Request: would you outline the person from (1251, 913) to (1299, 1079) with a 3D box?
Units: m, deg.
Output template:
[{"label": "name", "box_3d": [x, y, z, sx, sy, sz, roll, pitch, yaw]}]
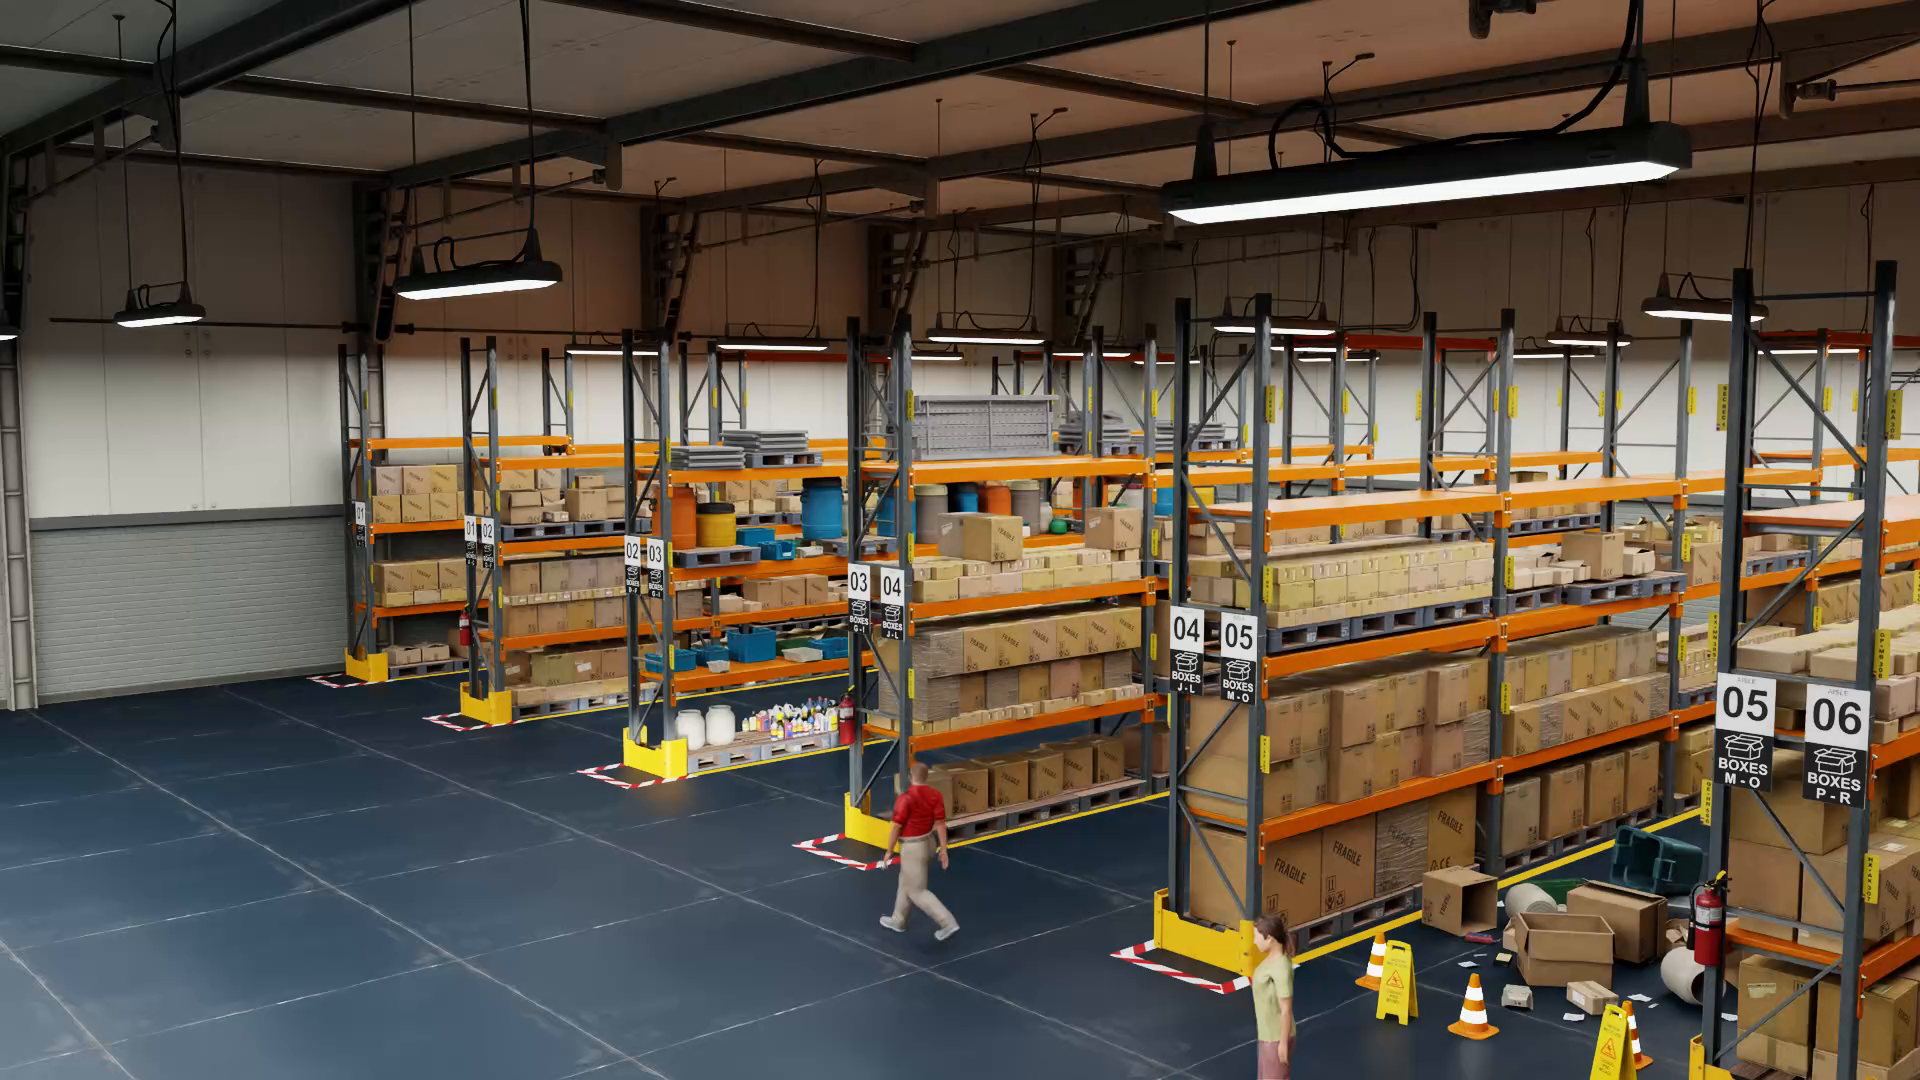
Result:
[{"label": "person", "box_3d": [2.066, 3.329, 11.143, 0.402, 1.676, 0.513, 1, 5, 6]}]

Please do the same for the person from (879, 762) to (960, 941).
[{"label": "person", "box_3d": [-0.407, 2.923, 15.632, 0.999, 1.688, 0.512, 2, 6, 25]}]
